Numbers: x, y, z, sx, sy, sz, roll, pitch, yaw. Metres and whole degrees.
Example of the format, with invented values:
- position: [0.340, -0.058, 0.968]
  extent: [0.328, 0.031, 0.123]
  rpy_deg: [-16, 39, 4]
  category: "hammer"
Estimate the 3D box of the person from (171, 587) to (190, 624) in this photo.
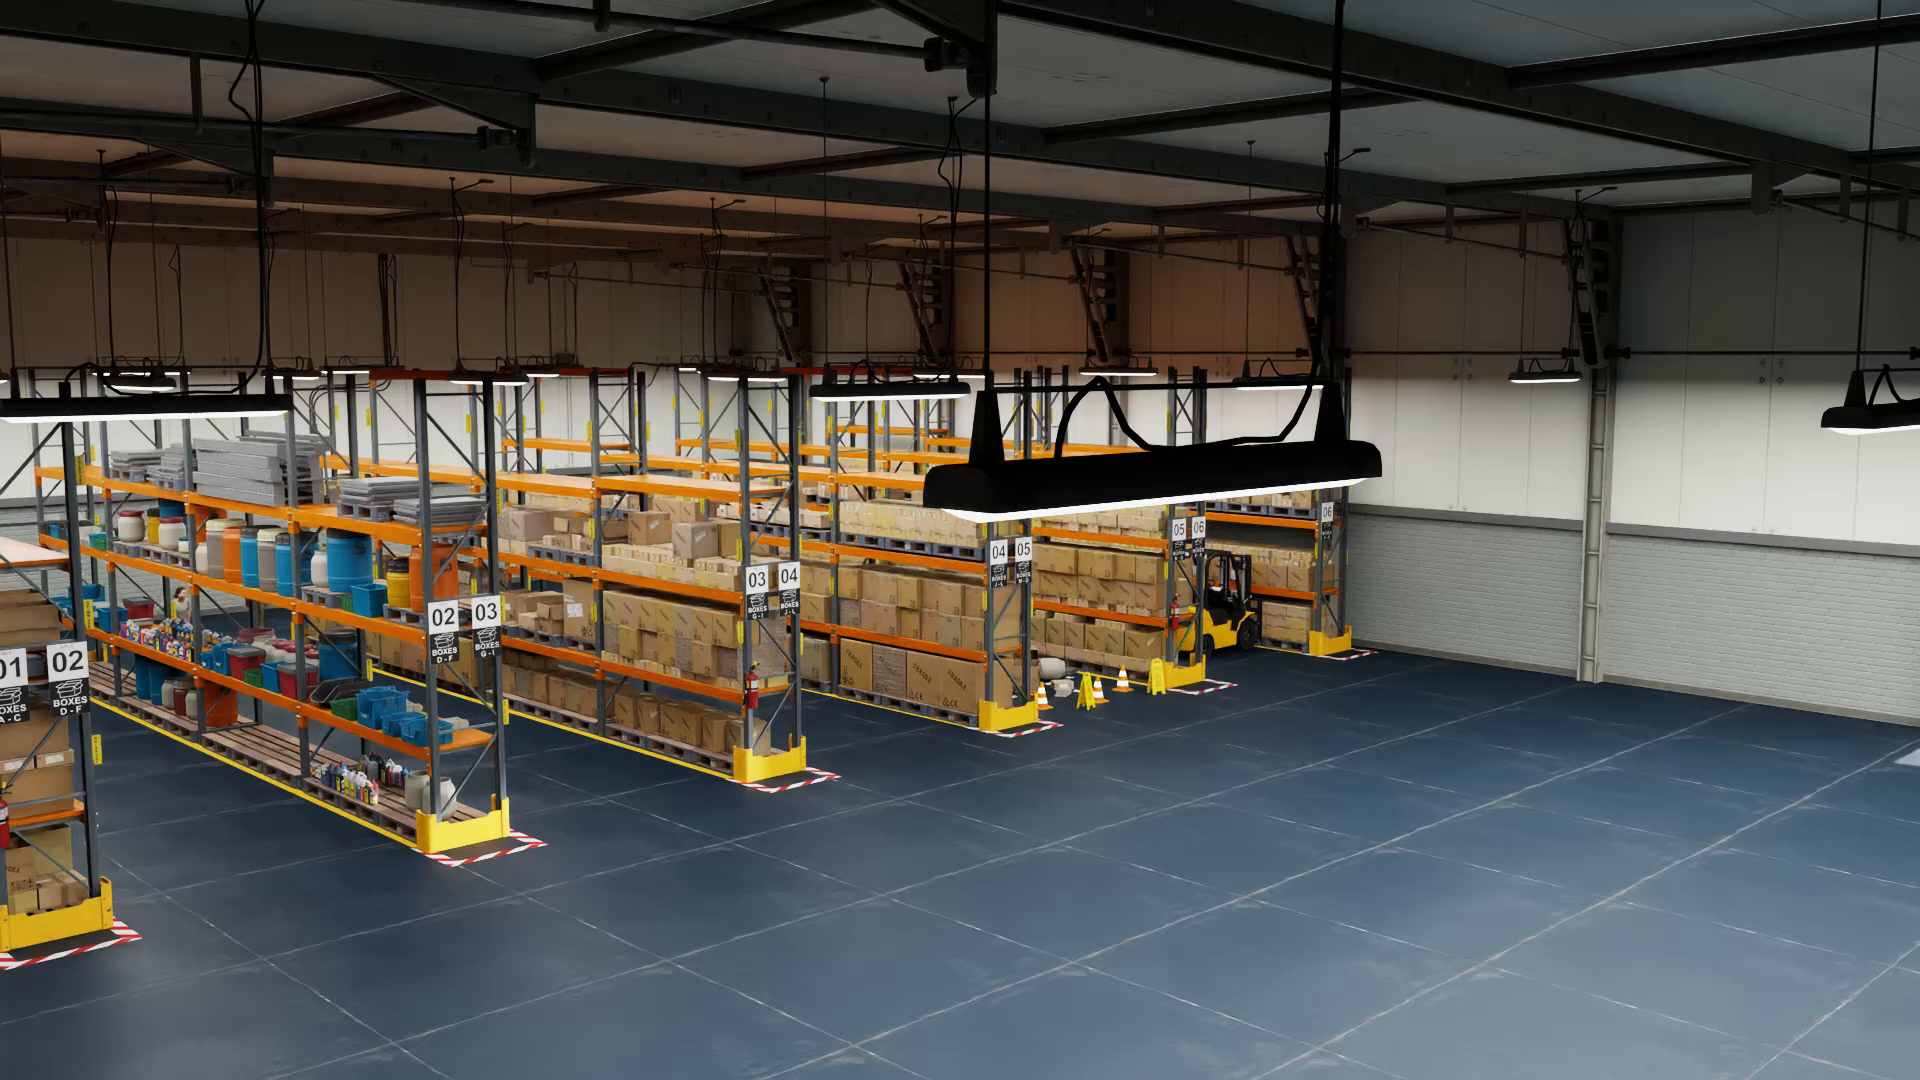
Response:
- position: [-15.928, 1.732, 33.862]
  extent: [0.565, 1.601, 0.519]
  rpy_deg: [6, 9, 43]
  category: "person"

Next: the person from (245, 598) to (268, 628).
- position: [-15.826, 1.241, 37.446]
  extent: [0.573, 1.710, 1.130]
  rpy_deg: [-3, 7, -27]
  category: "person"
